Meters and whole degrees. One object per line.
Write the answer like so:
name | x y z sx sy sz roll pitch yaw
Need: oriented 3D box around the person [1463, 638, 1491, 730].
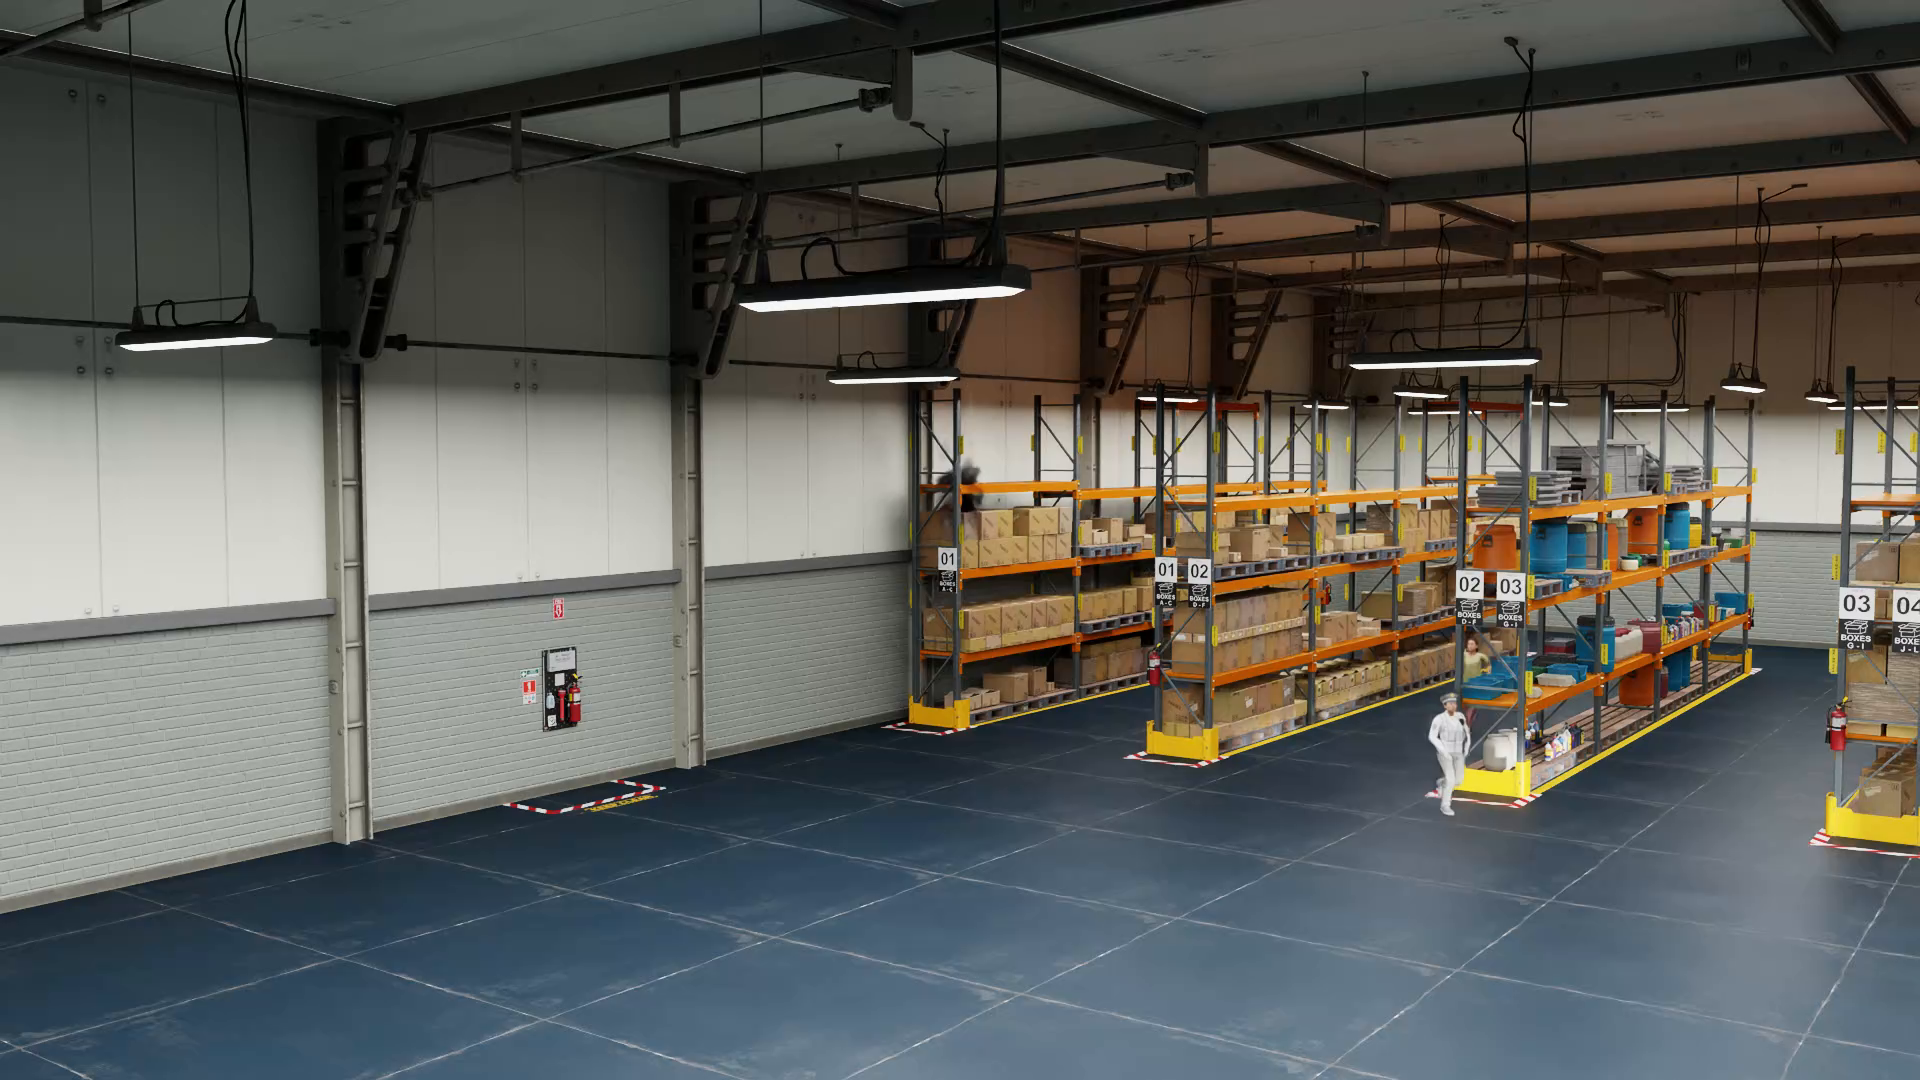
person | 8.971 2.532 29.098 0.593 1.640 0.875 2 4 32

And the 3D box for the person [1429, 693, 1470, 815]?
person | 6.667 2.889 22.636 0.633 1.660 0.590 -1 3 -11
